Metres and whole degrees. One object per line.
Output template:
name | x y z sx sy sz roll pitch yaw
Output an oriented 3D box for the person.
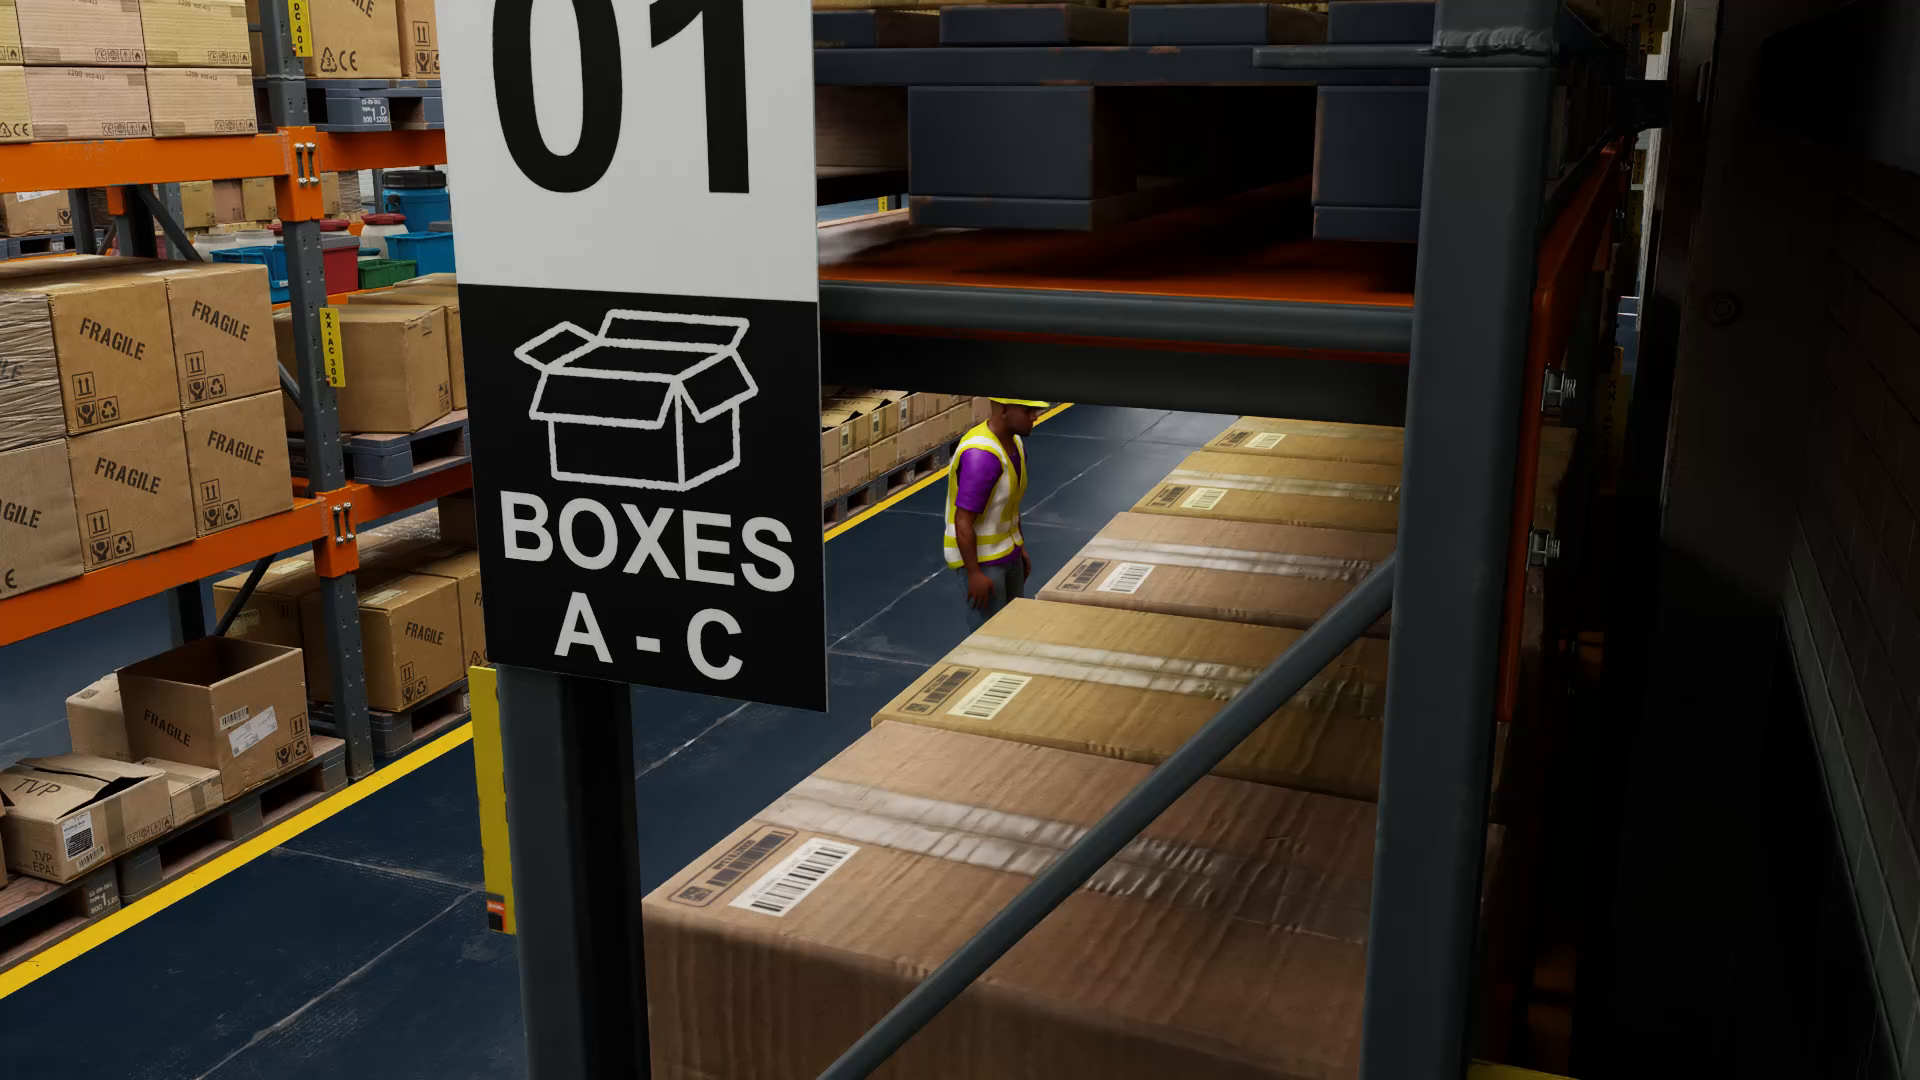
person | 0.169 0.094 7.644 0.460 1.760 0.627 6 16 21
